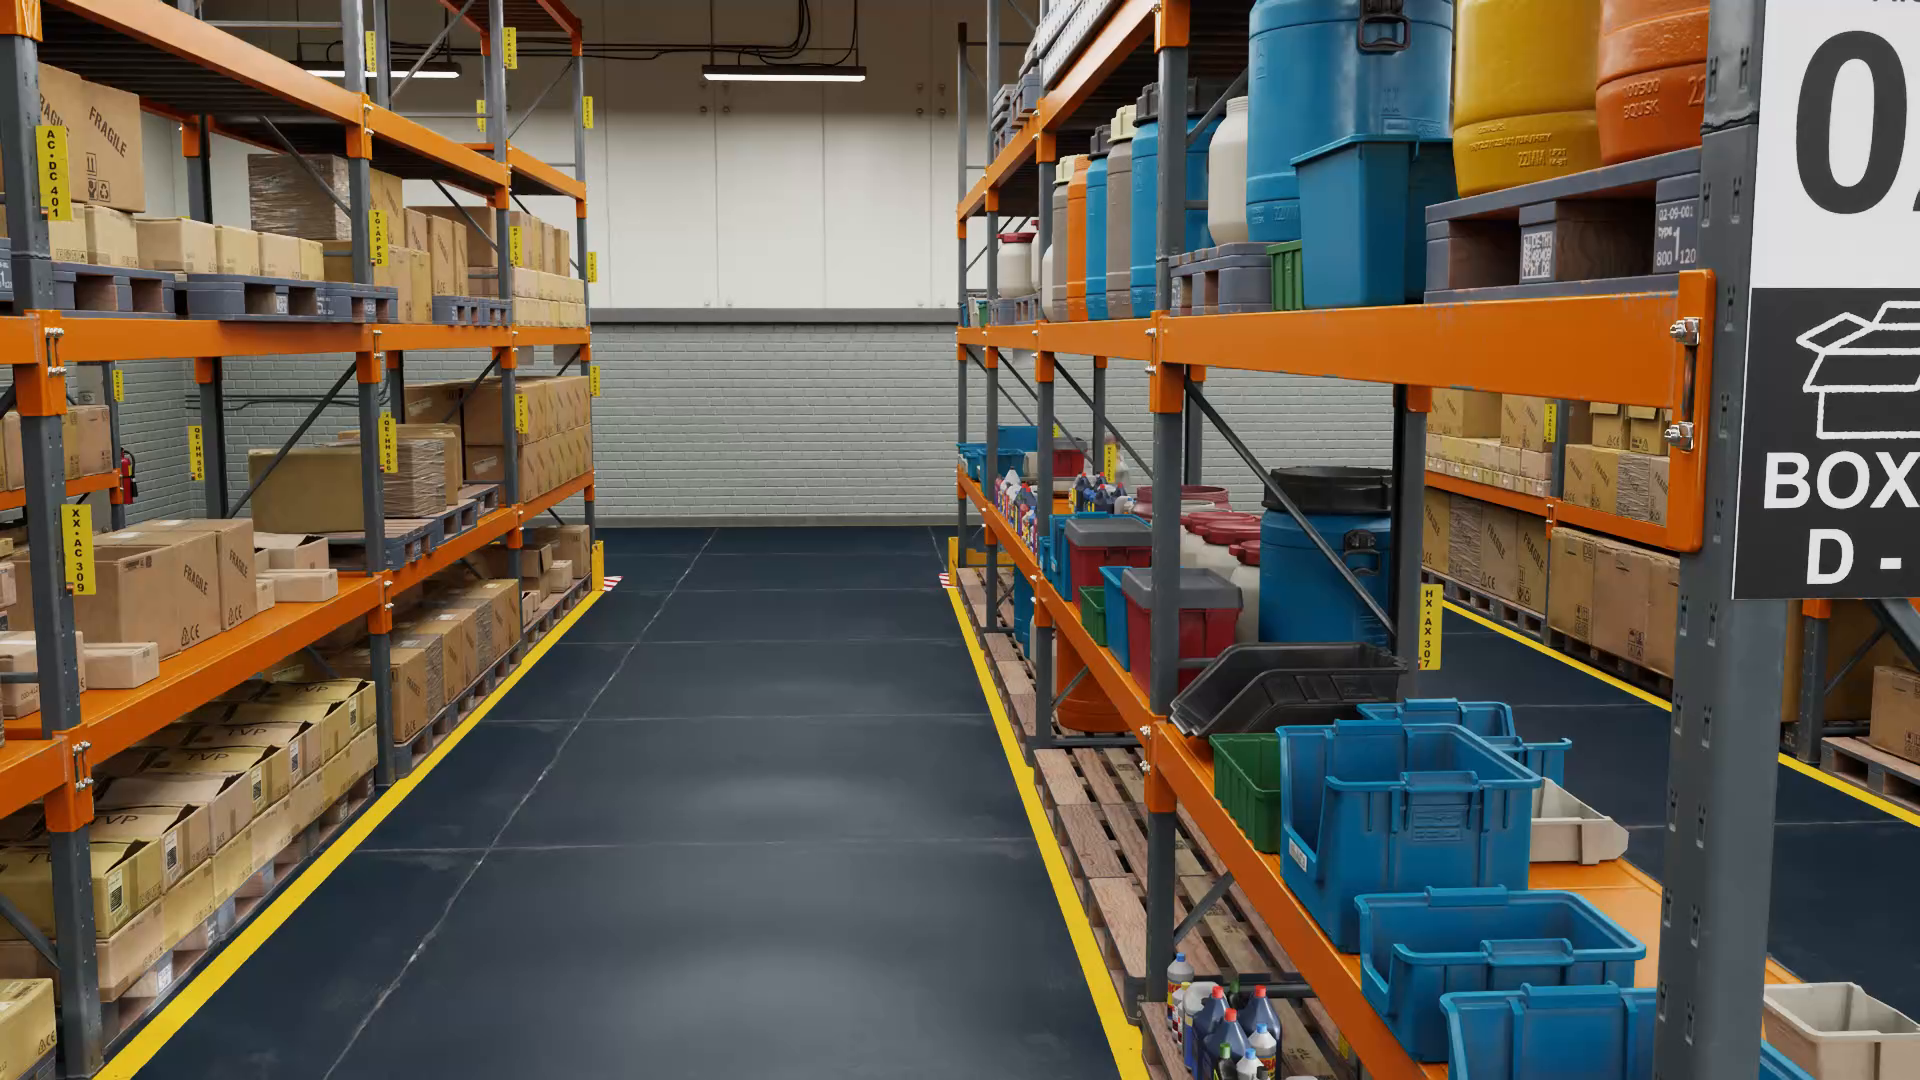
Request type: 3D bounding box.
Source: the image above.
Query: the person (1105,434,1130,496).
[{"bbox_3d":[1.778,-0.436,19.201,0.474,1.564,0.466,4,8,31],"label":"person"}]
